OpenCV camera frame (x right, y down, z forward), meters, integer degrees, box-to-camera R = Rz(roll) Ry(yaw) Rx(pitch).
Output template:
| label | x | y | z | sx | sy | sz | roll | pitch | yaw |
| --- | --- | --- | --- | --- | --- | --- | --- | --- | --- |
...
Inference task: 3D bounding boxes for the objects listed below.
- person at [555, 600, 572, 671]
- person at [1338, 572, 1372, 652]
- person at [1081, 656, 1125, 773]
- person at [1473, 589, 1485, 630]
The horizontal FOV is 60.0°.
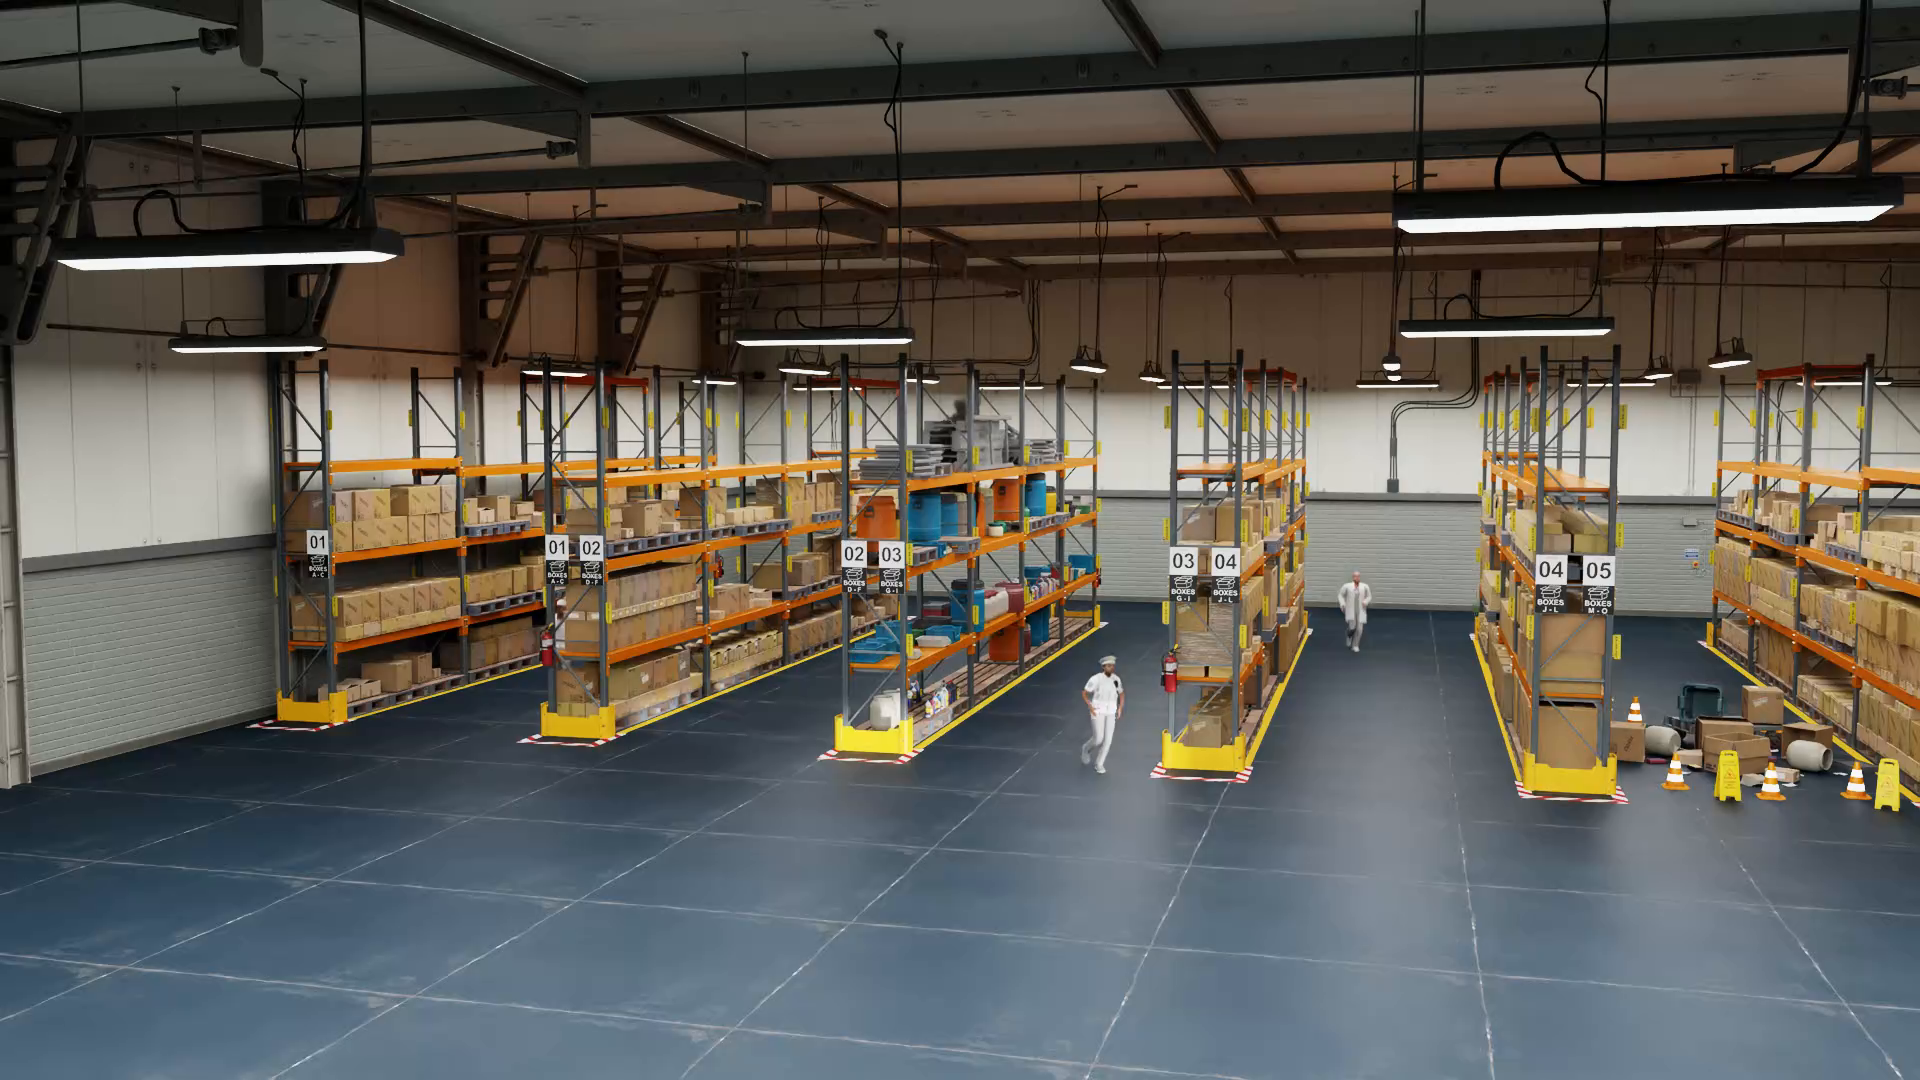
| label | x | y | z | sx | sy | sz | roll | pitch | yaw |
| --- | --- | --- | --- | --- | --- | --- | --- | --- | --- |
| person | -7.212 | 1.960 | 30.067 | 0.679 | 1.765 | 0.654 | 0 | 4 | 5 |
| person | 8.561 | 1.671 | 35.991 | 0.711 | 1.496 | 0.631 | 0 | 4 | 5 |
| person | 2.066 | 2.469 | 23.844 | 0.637 | 1.660 | 0.529 | -1 | 4 | -20 |
| person | 12.401 | 1.330 | 39.147 | 0.566 | 1.712 | 0.709 | 1 | 4 | 10 |
